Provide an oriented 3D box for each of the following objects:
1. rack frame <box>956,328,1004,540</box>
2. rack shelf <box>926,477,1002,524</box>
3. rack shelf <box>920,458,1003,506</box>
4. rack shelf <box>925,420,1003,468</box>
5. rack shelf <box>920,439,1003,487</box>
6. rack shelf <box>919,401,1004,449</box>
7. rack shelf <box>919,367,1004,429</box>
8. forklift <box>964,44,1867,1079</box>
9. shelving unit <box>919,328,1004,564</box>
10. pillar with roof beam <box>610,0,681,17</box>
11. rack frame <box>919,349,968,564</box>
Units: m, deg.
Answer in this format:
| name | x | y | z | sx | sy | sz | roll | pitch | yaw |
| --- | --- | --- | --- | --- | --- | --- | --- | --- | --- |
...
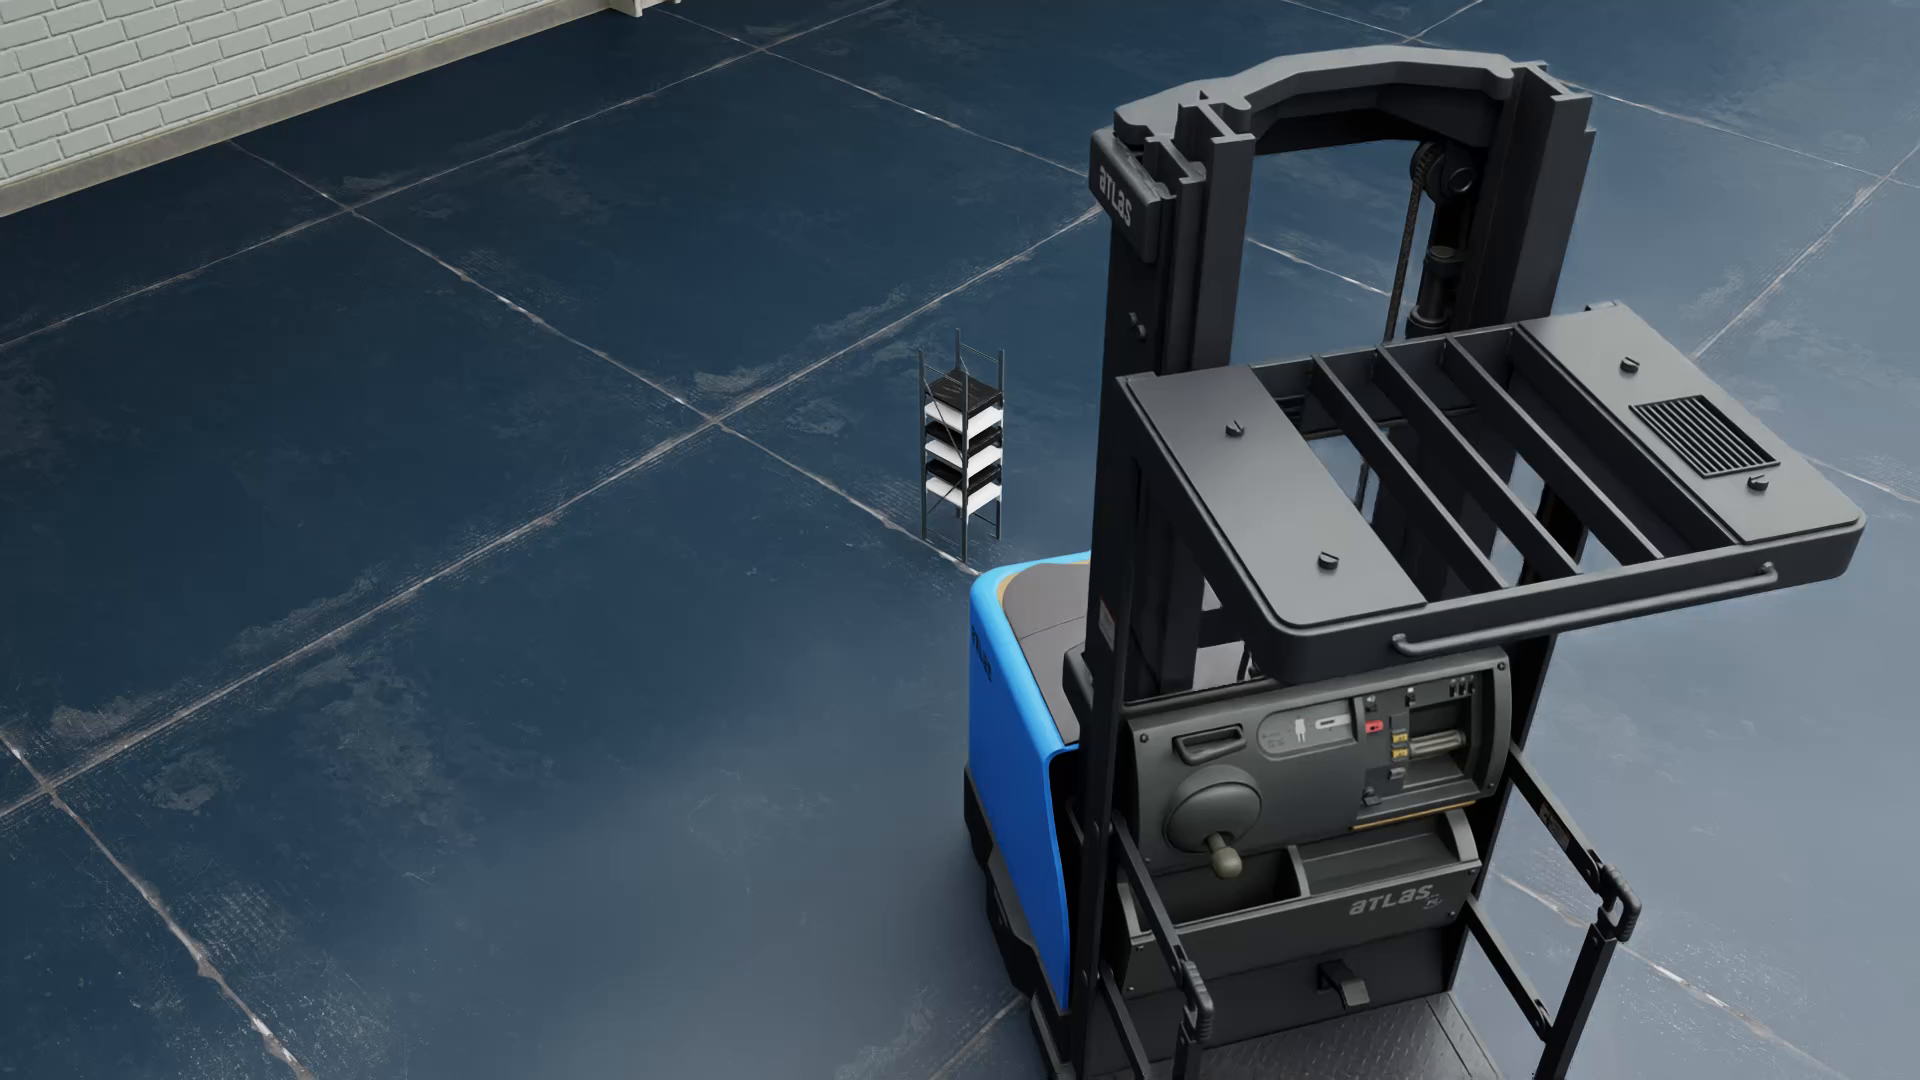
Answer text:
| name | x | y | z | sx | sy | sz | roll | pitch | yaw |
| --- | --- | --- | --- | --- | --- | --- | --- | --- | --- |
| rack frame | 0.074 | -0.403 | 6.533 | 0.240 | 0.900 | 0.006 | 30 | 47 | 32 |
| rack shelf | 0.005 | -0.189 | 6.607 | 0.258 | 0.077 | 0.200 | 30 | 47 | 32 |
| rack shelf | 0.005 | -0.259 | 6.551 | 0.258 | 0.077 | 0.200 | 30 | 47 | 32 |
| rack shelf | 0.005 | -0.400 | 6.439 | 0.258 | 0.077 | 0.200 | 30 | 47 | 32 |
| rack shelf | 0.005 | -0.330 | 6.495 | 0.258 | 0.077 | 0.200 | 30 | 47 | 32 |
| rack shelf | 0.005 | -0.471 | 6.383 | 0.258 | 0.077 | 0.200 | 30 | 47 | 32 |
| rack shelf | 0.006 | -0.541 | 6.327 | 0.258 | 0.077 | 0.200 | 30 | 47 | 32 |
| forklift | 0.896 | 0.589 | 3.654 | 1.130 | 2.935 | 3.031 | -10 | 40 | -12 |
| shelving unit | 0.005 | -0.356 | 6.475 | 0.258 | 0.900 | 0.210 | 30 | 47 | 32 |
| pillar with roof beam | 1.025 | -5.377 | 6.282 | 9.100 | 9.000 | 0.400 | 30 | 47 | 32 |
| rack frame | -0.063 | -0.309 | 6.416 | 0.240 | 0.900 | 0.006 | 30 | 47 | 32 |
